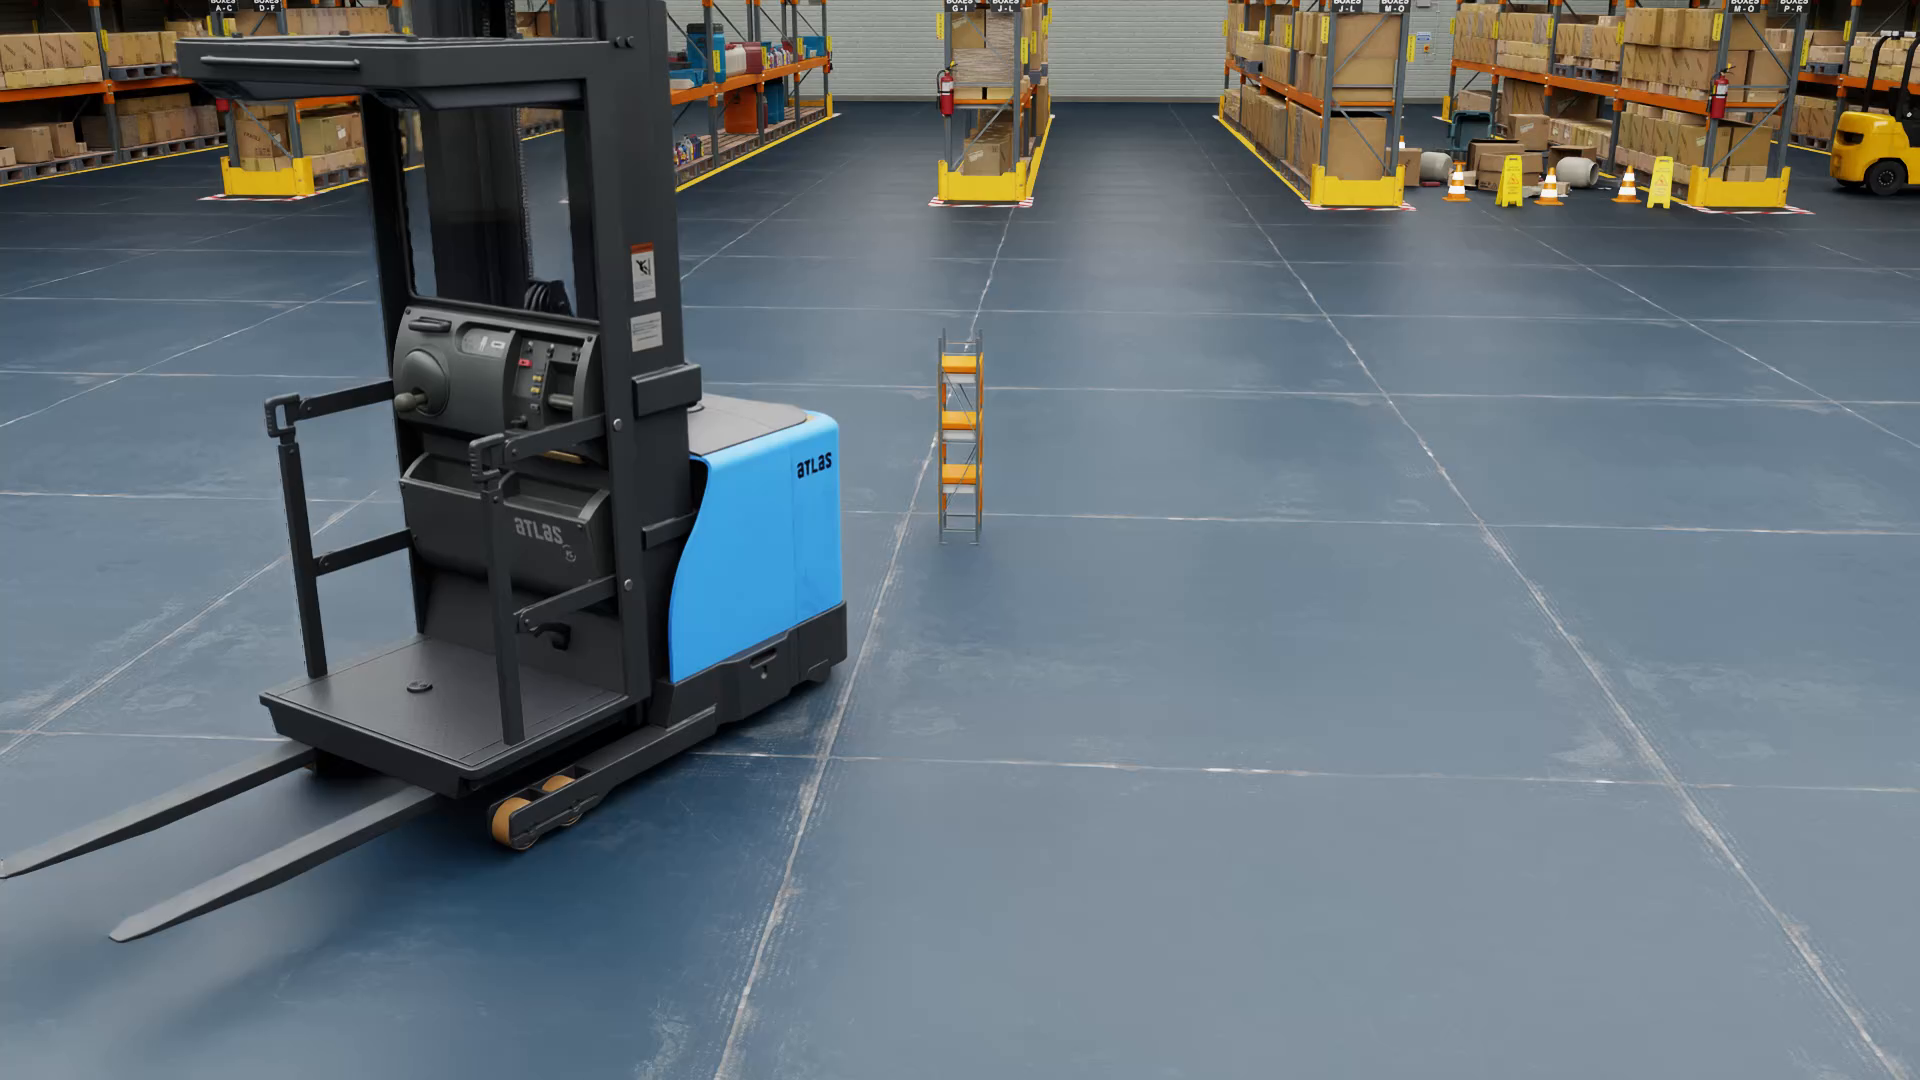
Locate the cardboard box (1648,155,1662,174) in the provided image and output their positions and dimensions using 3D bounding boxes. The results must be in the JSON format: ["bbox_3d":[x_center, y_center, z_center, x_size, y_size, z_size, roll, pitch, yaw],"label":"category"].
[{"bbox_3d":[10.049,-5.274,23.443,0.500,0.250,0.500,1,18,2],"label":"cardboard box"}]

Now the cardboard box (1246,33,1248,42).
[{"bbox_3d":[5.484,-9.292,30.736,0.380,0.149,0.250,2,18,7],"label":"cardboard box"}]

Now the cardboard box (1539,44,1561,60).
[{"bbox_3d":[10.537,-8.608,29.314,0.500,0.250,0.500,1,18,4],"label":"cardboard box"}]

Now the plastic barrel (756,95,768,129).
[{"bbox_3d":[-3.970,-8.174,31.750,0.600,0.588,0.708,1,18,4],"label":"plastic barrel"}]

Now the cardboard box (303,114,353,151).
[{"bbox_3d":[-9.266,-5.966,24.351,0.500,0.500,0.500,1,18,4],"label":"cardboard box"}]

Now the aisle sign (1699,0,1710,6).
[{"bbox_3d":[15.992,-11.924,35.820,0.394,0.787,0.004,1,18,4],"label":"aisle sign"}]

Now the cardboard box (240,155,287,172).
[{"bbox_3d":[-9.839,-5.310,23.554,0.500,0.250,0.500,1,18,4],"label":"cardboard box"}]

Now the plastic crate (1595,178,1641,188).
[{"bbox_3d":[9.539,-5.186,24.123,0.402,0.080,0.583,-5,19,-15],"label":"plastic crate"}]

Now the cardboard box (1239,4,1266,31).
[{"bbox_3d":[5.862,-10.423,33.171,0.500,0.500,0.500,1,18,2],"label":"cardboard box"}]

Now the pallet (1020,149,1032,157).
[{"bbox_3d":[0.639,-6.181,26.948,1.003,0.211,1.213,1,18,4],"label":"pallet"}]

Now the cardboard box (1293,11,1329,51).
[{"bbox_3d":[5.464,-7.593,24.803,0.875,0.550,0.550,1,18,4],"label":"cardboard box"}]

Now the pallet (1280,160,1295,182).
[{"bbox_3d":[5.392,-5.563,25.061,1.003,0.211,1.213,1,18,4],"label":"pallet"}]

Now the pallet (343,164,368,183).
[{"bbox_3d":[-9.480,-5.536,24.978,1.003,0.211,1.213,1,18,4],"label":"pallet"}]

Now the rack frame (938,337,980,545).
[{"bbox_3d":[-0.005,-0.478,8.195,0.200,1.050,0.008,1,18,4],"label":"rack frame"}]

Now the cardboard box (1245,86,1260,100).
[{"bbox_3d":[5.746,-8.586,31.944,0.500,0.250,0.500,2,18,5],"label":"cardboard box"}]

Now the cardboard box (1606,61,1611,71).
[{"bbox_3d":[10.267,-7.371,25.830,0.380,0.149,0.250,1,18,2],"label":"cardboard box"}]

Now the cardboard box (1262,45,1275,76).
[{"bbox_3d":[5.510,-8.279,28.711,0.500,0.500,0.500,1,18,5],"label":"cardboard box"}]

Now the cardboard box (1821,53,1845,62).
[{"bbox_3d":[15.371,-8.469,29.180,0.380,0.149,0.250,2,18,5],"label":"cardboard box"}]

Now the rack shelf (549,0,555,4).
[{"bbox_3d":[-8.866,-10.434,31.786,1.077,0.370,4.000,1,18,4],"label":"rack shelf"}]

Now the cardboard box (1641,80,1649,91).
[{"bbox_3d":[10.119,-6.594,24.134,0.380,0.149,0.250,2,18,6],"label":"cardboard box"}]

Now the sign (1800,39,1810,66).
[{"bbox_3d":[10.723,-6.200,21.138,0.100,0.325,0.005,1,18,4],"label":"sign"}]

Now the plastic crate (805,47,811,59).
[{"bbox_3d":[-3.387,-10.407,35.540,0.416,0.233,0.300,1,18,4],"label":"plastic crate"}]

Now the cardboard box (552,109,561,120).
[{"bbox_3d":[-8.472,-8.833,33.870,0.500,0.500,0.500,1,18,4],"label":"cardboard box"}]

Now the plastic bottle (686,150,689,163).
[{"bbox_3d":[-4.148,-5.800,25.095,0.097,0.201,0.097,0,18,0],"label":"plastic bottle"}]

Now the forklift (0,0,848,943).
[{"bbox_3d":[-1.687,-0.559,5.423,1.130,2.935,3.031,12,21,32],"label":"forklift"}]

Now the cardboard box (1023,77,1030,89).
[{"bbox_3d":[0.850,-6.838,24.877,0.380,0.149,0.250,1,18,4],"label":"cardboard box"}]

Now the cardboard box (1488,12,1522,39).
[{"bbox_3d":[10.801,-10.203,32.978,0.500,0.500,0.500,1,18,3],"label":"cardboard box"}]

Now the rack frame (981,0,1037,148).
[{"bbox_3d":[0.871,-8.507,29.567,1.000,3.000,0.127,1,18,4],"label":"rack frame"}]

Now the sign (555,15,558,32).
[{"bbox_3d":[-8.169,-10.510,33.822,0.100,0.325,0.005,1,18,4],"label":"sign"}]

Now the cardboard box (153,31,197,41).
[{"bbox_3d":[-13.987,-8.775,29.518,0.700,0.500,0.500,0,18,-1],"label":"cardboard box"}]

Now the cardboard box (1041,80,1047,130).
[{"bbox_3d":[1.013,-8.187,31.330,1.225,0.875,0.875,1,18,4],"label":"cardboard box"}]

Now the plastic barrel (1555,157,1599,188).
[{"bbox_3d":[8.820,-5.252,23.771,0.512,0.421,0.421,17,25,41],"label":"plastic barrel"}]

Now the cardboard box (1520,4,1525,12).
[{"bbox_3d":[11.326,-10.531,32.937,0.380,0.149,0.250,2,18,5],"label":"cardboard box"}]

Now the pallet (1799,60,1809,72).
[{"bbox_3d":[15.842,-8.689,30.431,1.003,0.211,1.213,1,18,4],"label":"pallet"}]

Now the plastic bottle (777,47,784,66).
[{"bbox_3d":[-3.535,-9.486,32.635,0.144,0.351,0.185,1,18,4],"label":"plastic bottle"}]

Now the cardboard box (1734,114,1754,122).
[{"bbox_3d":[15.741,-8.443,33.275,0.380,0.149,0.250,1,18,2],"label":"cardboard box"}]

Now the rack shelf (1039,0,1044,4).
[{"bbox_3d":[1.015,-10.211,31.108,1.077,0.370,4.000,1,18,4],"label":"rack shelf"}]

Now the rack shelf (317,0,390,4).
[{"bbox_3d":[-13.520,-11.785,35.911,1.077,0.370,4.000,1,18,4],"label":"rack shelf"}]

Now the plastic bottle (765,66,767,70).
[{"bbox_3d":[-3.627,-8.873,30.873,0.061,0.283,0.133,1,18,4],"label":"plastic bottle"}]

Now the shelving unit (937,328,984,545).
[{"bbox_3d":[0.004,-0.516,8.310,0.215,1.050,0.252,1,18,4],"label":"shelving unit"}]

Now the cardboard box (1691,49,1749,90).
[{"bbox_3d":[9.946,-6.164,21.780,0.500,0.500,0.500,1,18,3],"label":"cardboard box"}]

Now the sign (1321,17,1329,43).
[{"bbox_3d":[4.697,-6.559,21.384,0.100,0.325,0.005,1,18,4],"label":"sign"}]

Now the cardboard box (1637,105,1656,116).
[{"bbox_3d":[10.054,-6.226,24.103,0.380,0.149,0.250,2,18,6],"label":"cardboard box"}]

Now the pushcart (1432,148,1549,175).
[{"bbox_3d":[8.191,-5.832,25.617,1.648,0.377,0.936,-5,19,-15],"label":"pushcart"}]

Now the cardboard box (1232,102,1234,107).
[{"bbox_3d":[6.035,-9.355,35.582,0.380,0.149,0.250,0,18,1],"label":"cardboard box"}]

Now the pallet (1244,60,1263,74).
[{"bbox_3d":[5.756,-8.497,29.846,1.213,0.211,1.003,1,18,4],"label":"pallet"}]

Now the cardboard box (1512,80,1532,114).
[{"bbox_3d":[11.021,-8.243,31.499,0.875,0.875,0.875,2,18,6],"label":"cardboard box"}]

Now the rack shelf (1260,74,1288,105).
[{"bbox_3d":[5.668,-7.402,27.350,1.077,0.370,4.000,1,18,4],"label":"rack shelf"}]

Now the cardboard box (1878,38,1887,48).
[{"bbox_3d":[15.373,-8.194,27.412,0.380,0.149,0.250,1,18,5],"label":"cardboard box"}]

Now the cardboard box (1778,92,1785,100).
[{"bbox_3d":[15.753,-8.465,31.738,0.380,0.149,0.250,0,18,1],"label":"cardboard box"}]

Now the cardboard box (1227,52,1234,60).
[{"bbox_3d":[5.985,-10.474,35.975,0.380,0.149,0.250,1,18,2],"label":"cardboard box"}]
